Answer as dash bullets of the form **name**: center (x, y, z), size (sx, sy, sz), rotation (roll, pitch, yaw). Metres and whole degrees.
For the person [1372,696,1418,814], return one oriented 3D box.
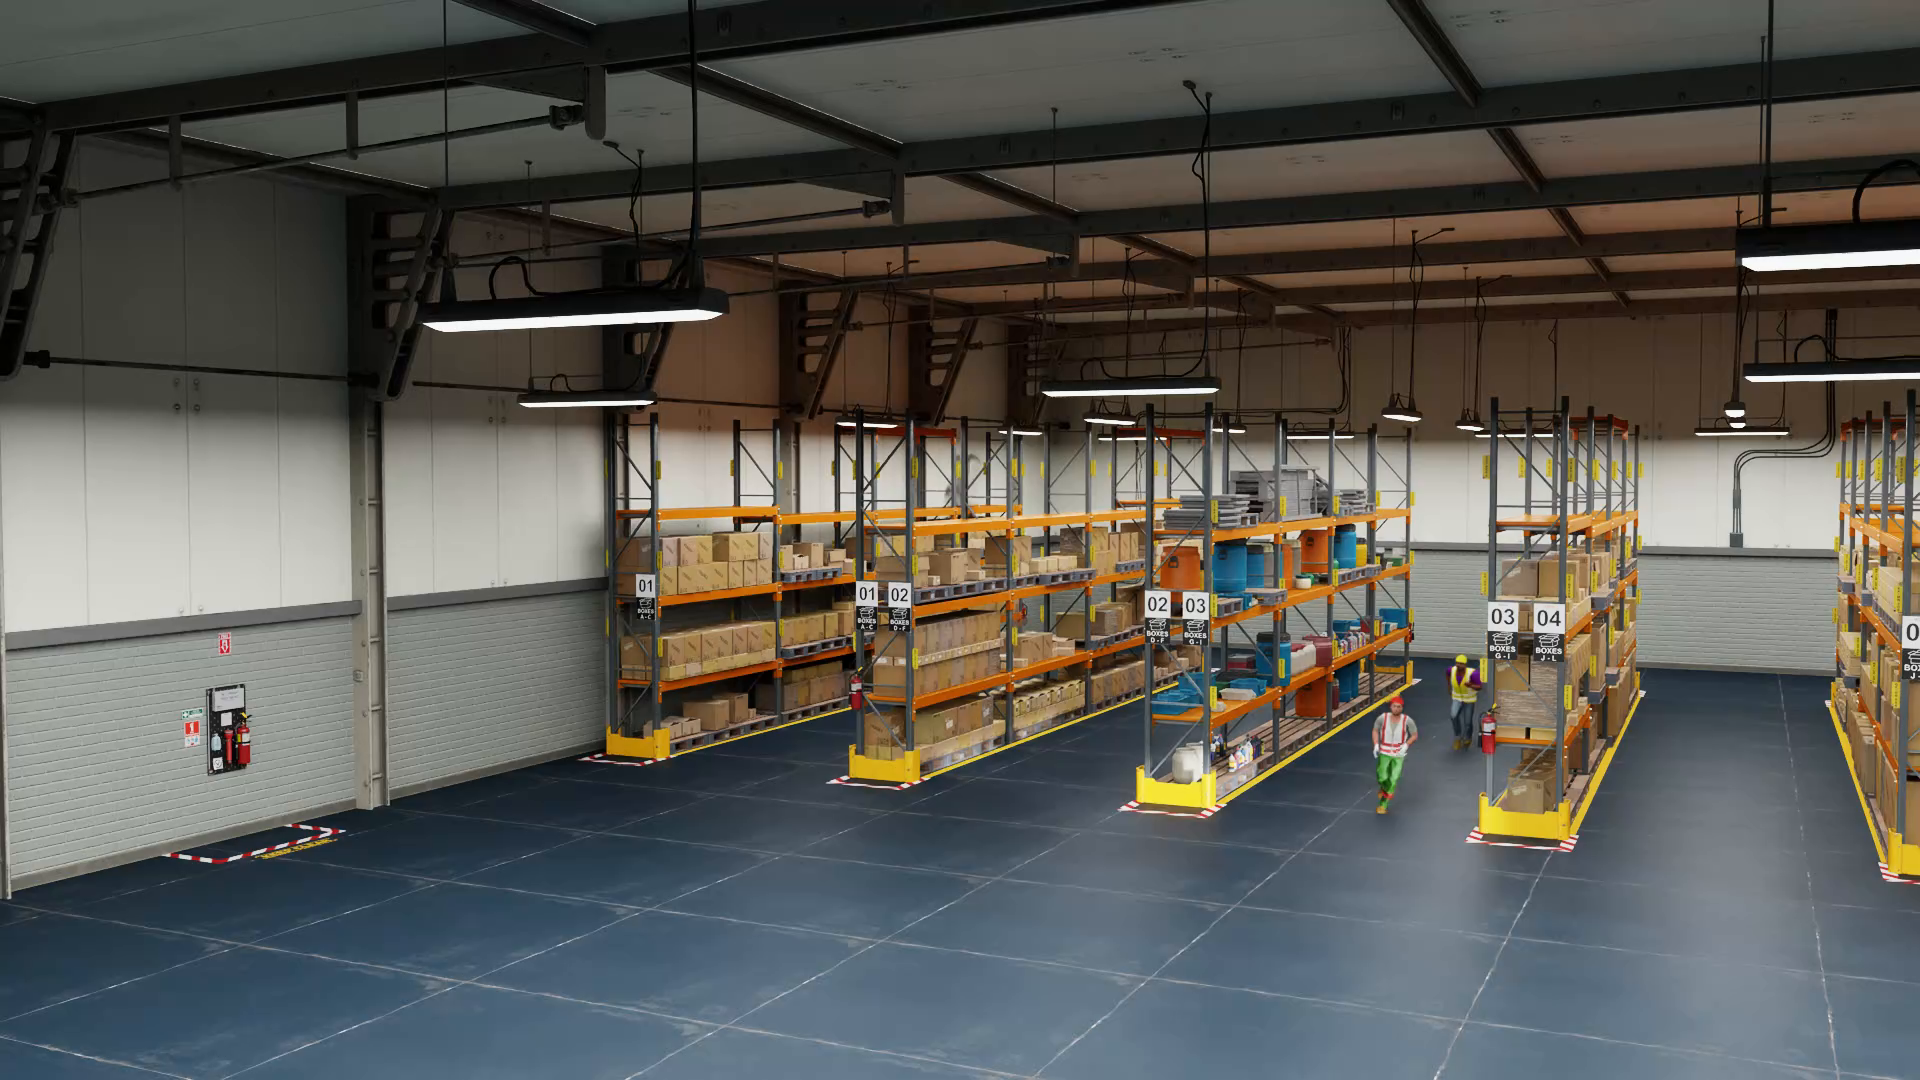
- **person**: center (6.363, 3.128, 24.346), size (0.649, 1.727, 0.620), rotation (1, 3, 17)

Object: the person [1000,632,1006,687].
- **person**: center (0.925, 2.734, 36.137), size (0.591, 1.503, 0.815), rotation (0, 2, 6)

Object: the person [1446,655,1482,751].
- **person**: center (8.979, 2.891, 29.657), size (0.684, 1.727, 0.923), rotation (1, 3, 27)
